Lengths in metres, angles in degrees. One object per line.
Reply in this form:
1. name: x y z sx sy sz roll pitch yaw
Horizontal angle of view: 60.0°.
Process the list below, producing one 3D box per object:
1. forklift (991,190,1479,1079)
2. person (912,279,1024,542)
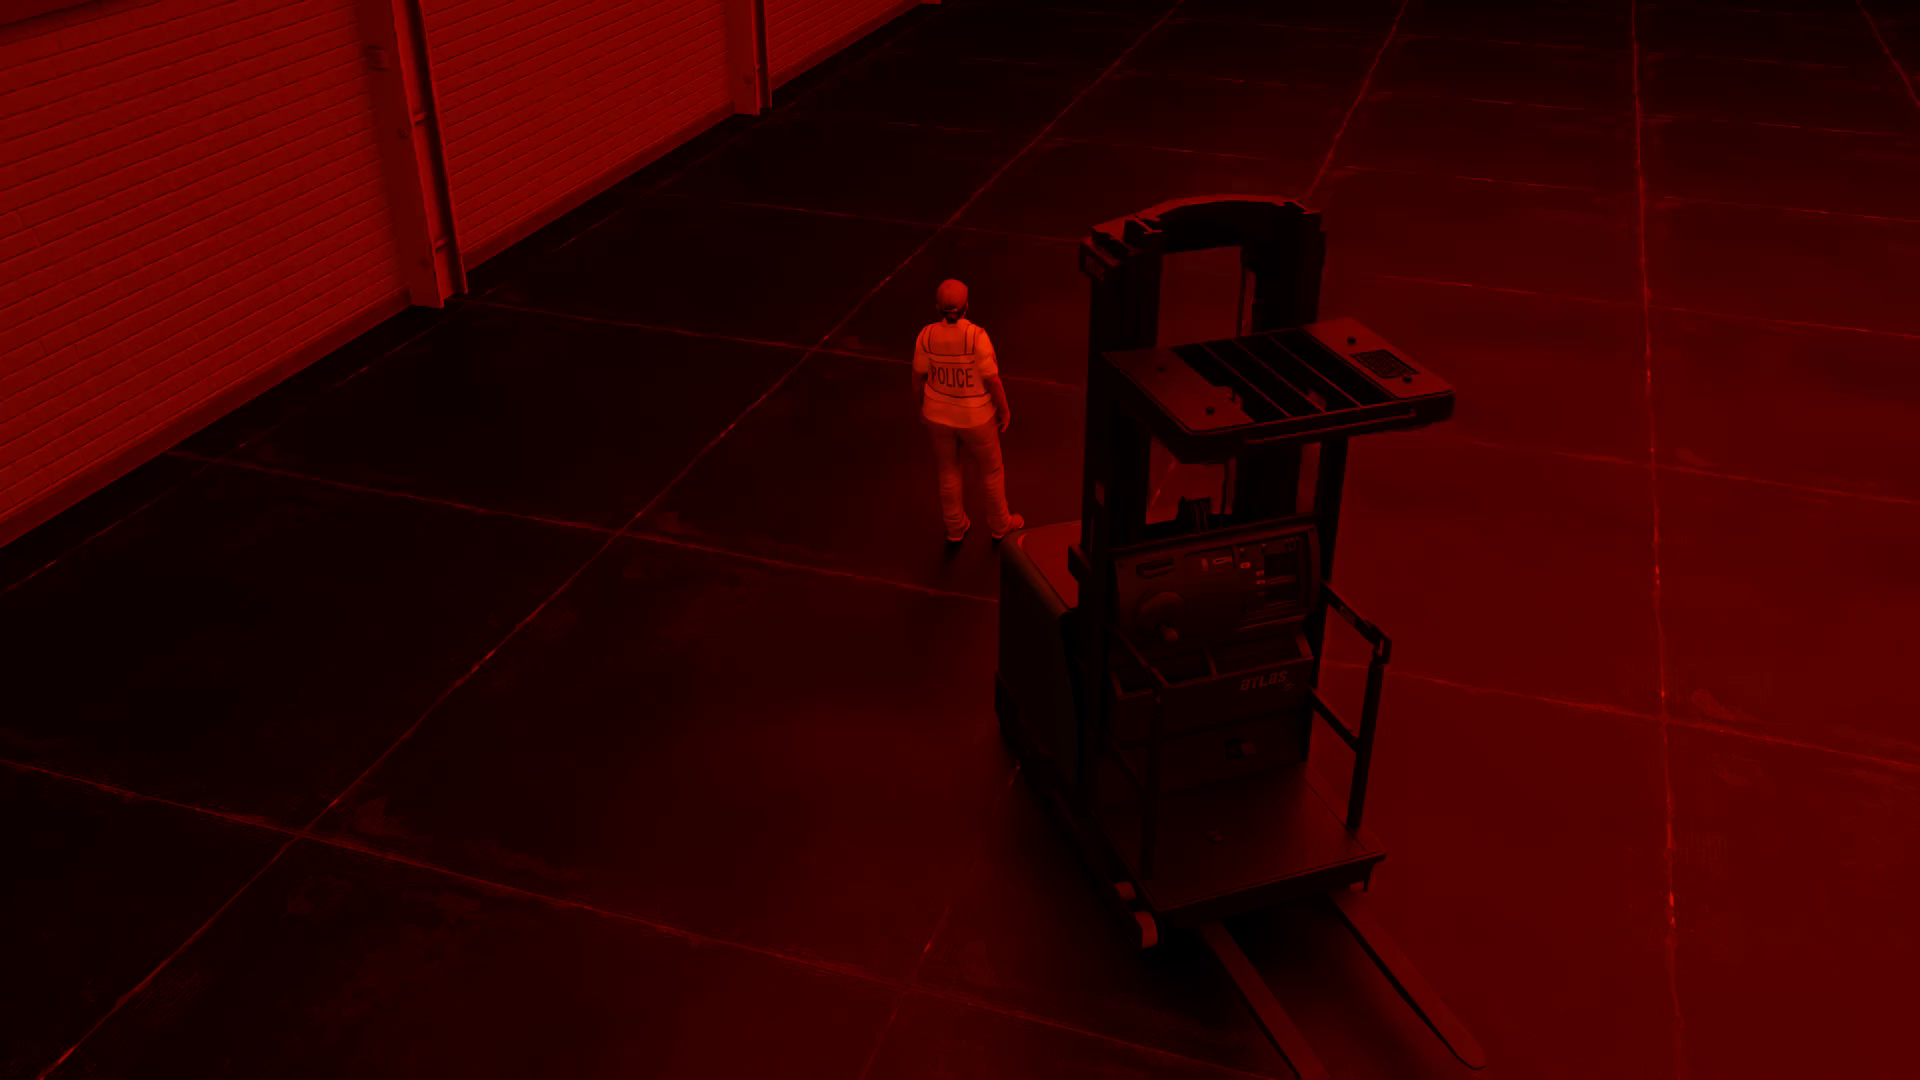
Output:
1. forklift: 1.131 0.208 6.772 1.130 2.935 3.031 -10 31 -17
2. person: 0.046 -0.763 9.736 0.599 1.669 0.529 10 31 16
